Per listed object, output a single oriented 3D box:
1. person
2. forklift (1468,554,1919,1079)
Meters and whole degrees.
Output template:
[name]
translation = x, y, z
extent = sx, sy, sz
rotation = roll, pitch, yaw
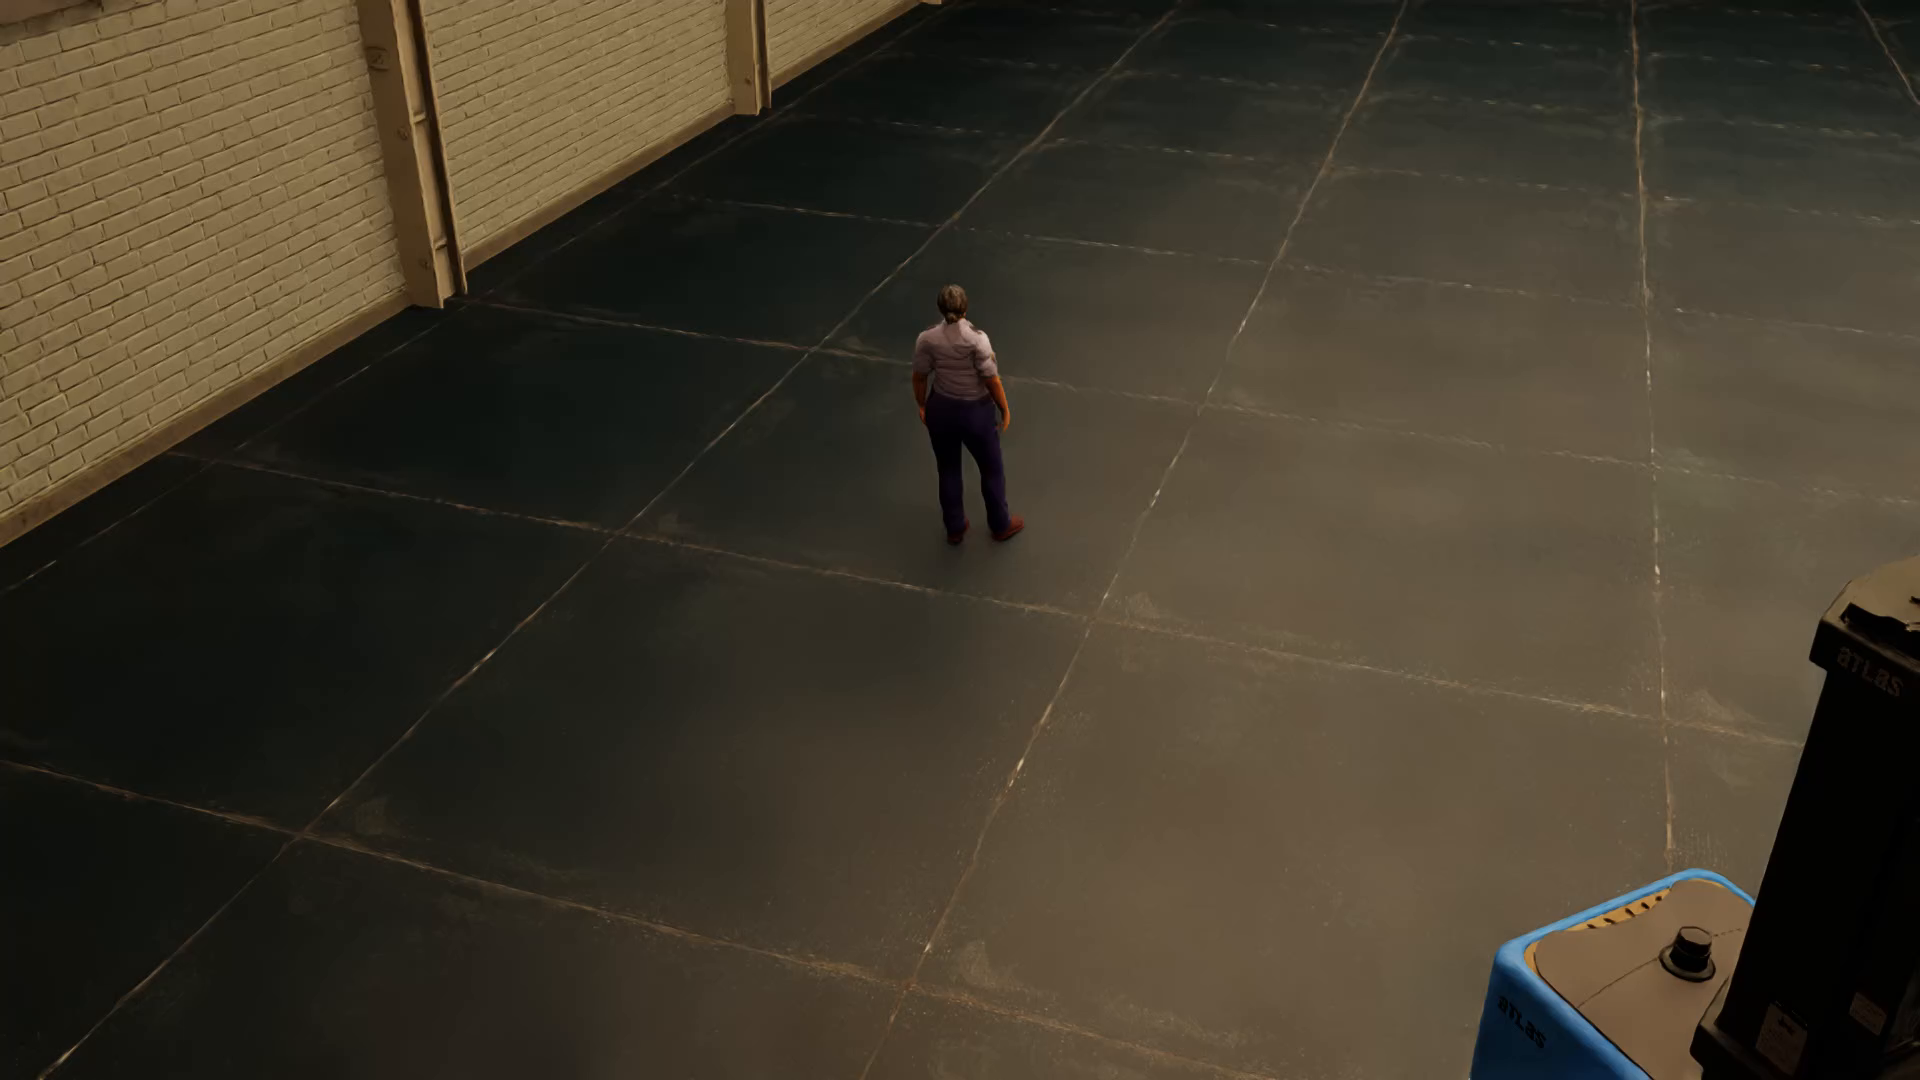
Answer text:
[person]
translation = 0.051, -0.760, 9.752
extent = 0.599, 1.650, 0.502
rotation = 10, 31, 16
[forklift]
translation = 2.870, 1.567, 4.388
extent = 1.130, 2.935, 3.031
rotation = -14, 32, -23
